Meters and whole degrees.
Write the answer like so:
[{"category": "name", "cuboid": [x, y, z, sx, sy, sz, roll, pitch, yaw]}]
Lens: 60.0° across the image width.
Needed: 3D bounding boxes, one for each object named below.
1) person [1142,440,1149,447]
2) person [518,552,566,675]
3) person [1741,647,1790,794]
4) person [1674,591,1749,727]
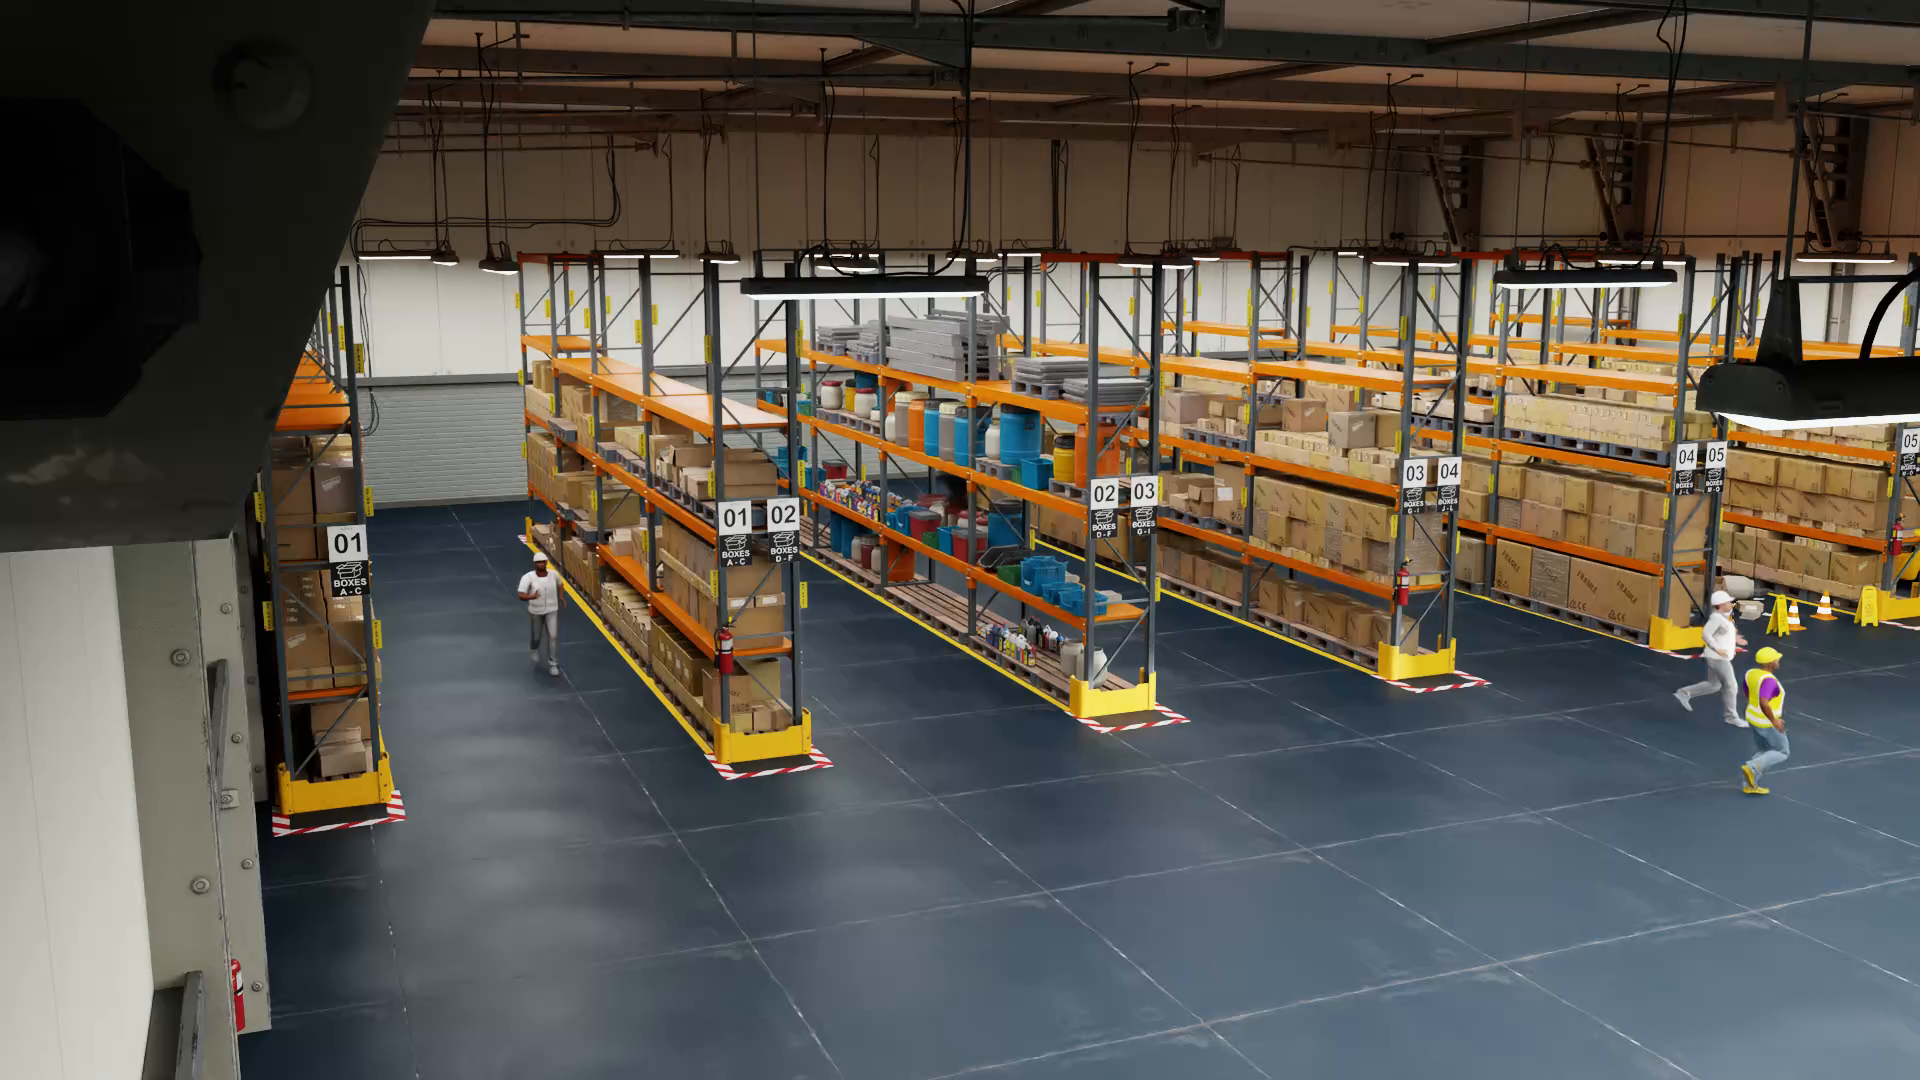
[{"category": "person", "cuboid": [4.600, -1.999, 41.696, 0.492, 1.536, 0.651, 0, 10, 1]}, {"category": "person", "cuboid": [-6.095, 1.040, 24.317, 0.703, 1.747, 0.987, -5, 11, -24]}, {"category": "person", "cuboid": [9.198, 2.067, 18.974, 0.580, 1.722, 0.699, 0, 10, -1]}, {"category": "person", "cuboid": [9.894, 1.537, 21.764, 0.925, 1.778, 0.663, 4, 11, 20]}]
